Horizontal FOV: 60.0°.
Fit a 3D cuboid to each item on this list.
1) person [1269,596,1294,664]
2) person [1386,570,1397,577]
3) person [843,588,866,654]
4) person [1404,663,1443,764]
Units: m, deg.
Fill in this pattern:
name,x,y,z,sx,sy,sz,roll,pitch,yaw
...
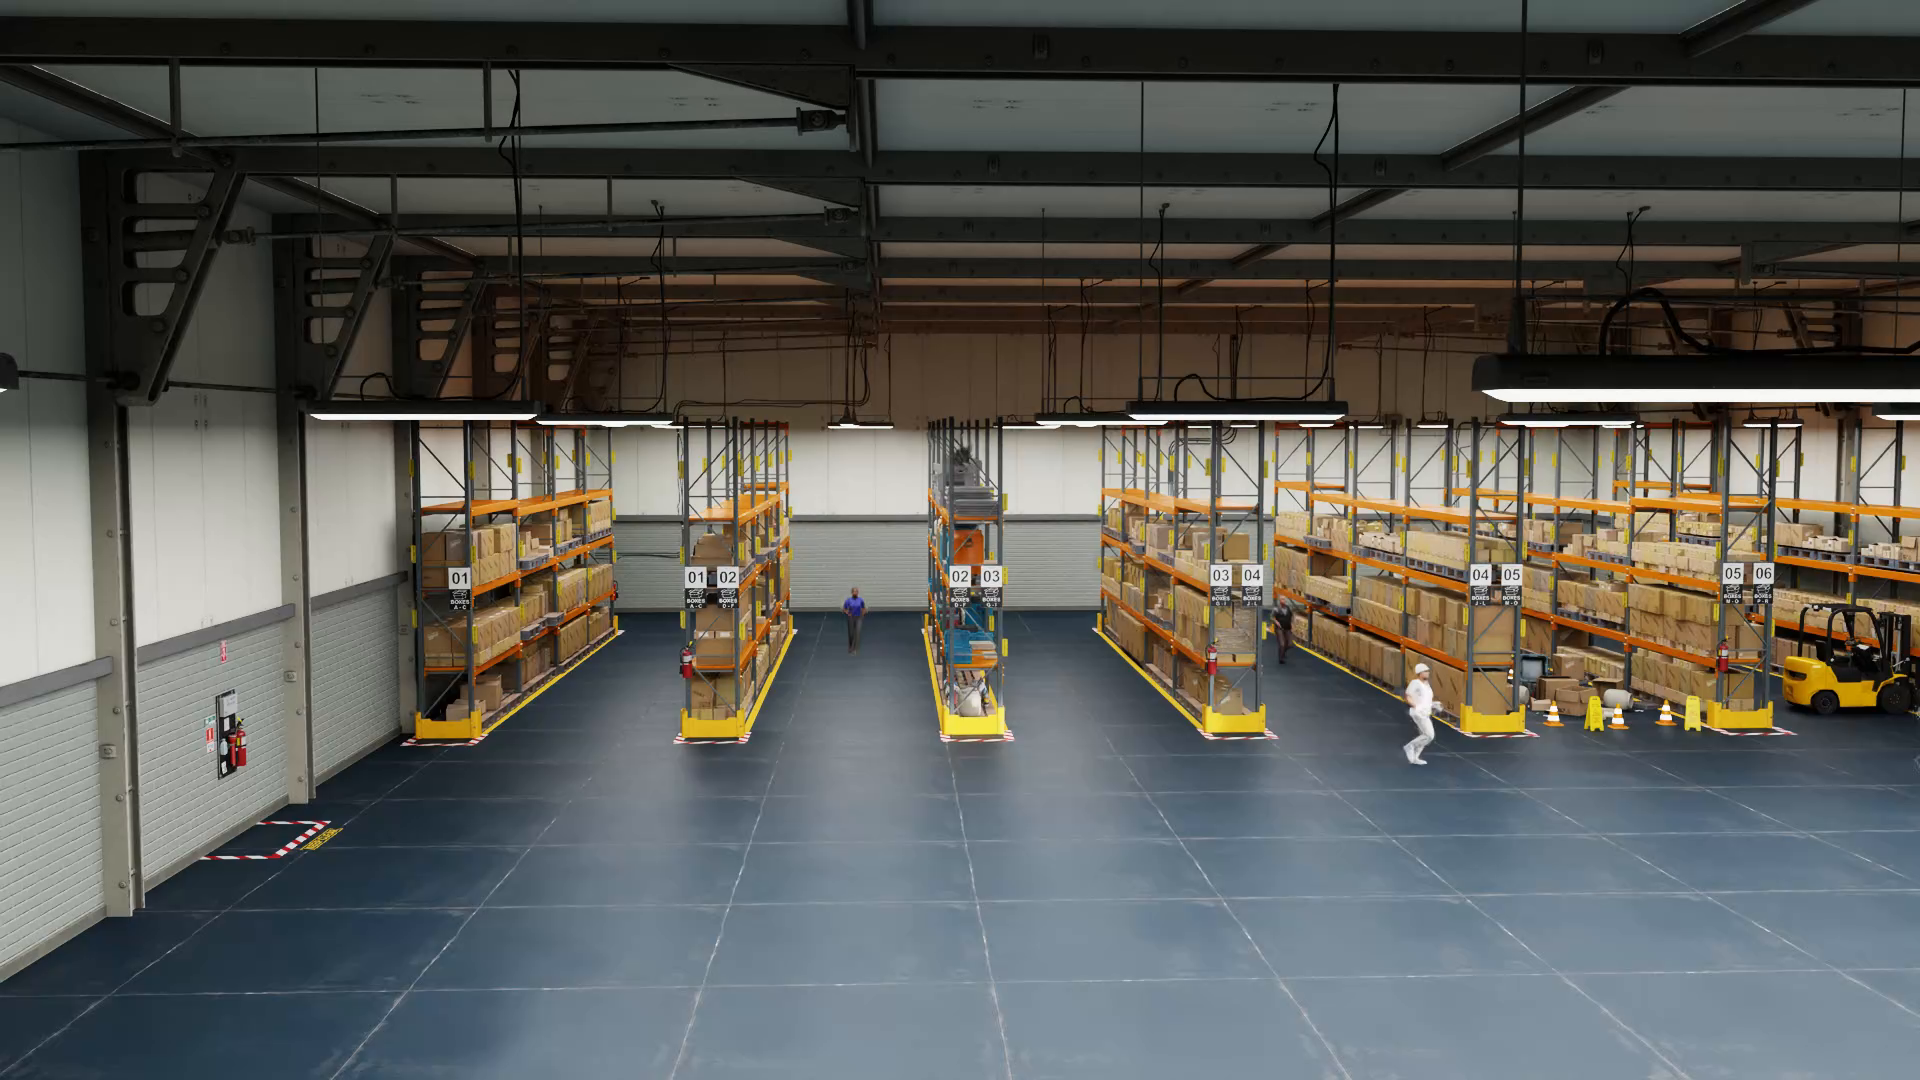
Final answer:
name,x,y,z,sx,sy,sz,roll,pitch,yaw
person,7.963,2.213,40.949,0.655,1.673,0.566,-1,4,-9
person,12.849,1.609,49.570,0.741,1.767,0.667,0,4,-7
person,-2.565,1.971,40.650,0.572,1.624,0.560,-1,4,-13
person,7.937,2.986,28.500,0.582,1.736,0.656,2,4,31
